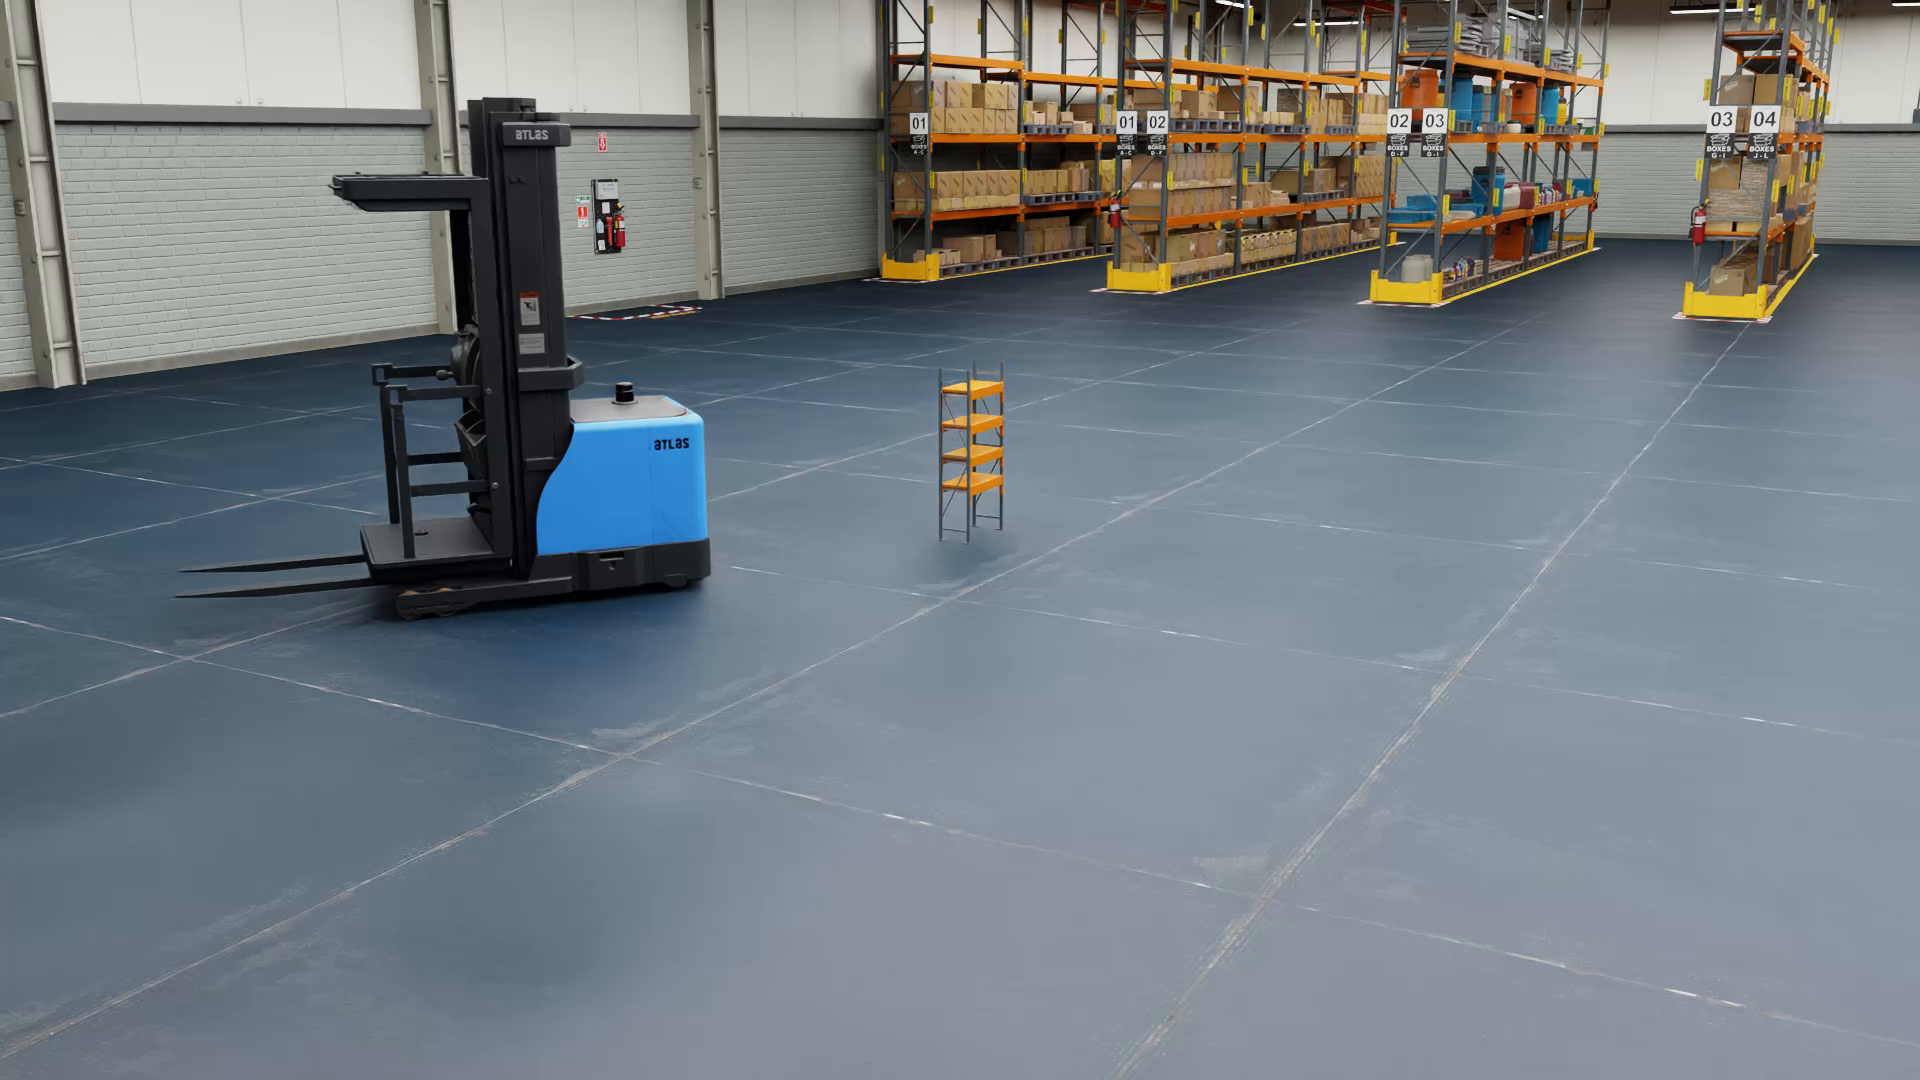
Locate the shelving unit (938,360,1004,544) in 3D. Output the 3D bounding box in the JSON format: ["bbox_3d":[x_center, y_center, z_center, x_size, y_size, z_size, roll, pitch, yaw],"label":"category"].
[{"bbox_3d":[0.080,-0.617,11.534,0.258,1.200,0.503,7,15,28],"label":"shelving unit"}]

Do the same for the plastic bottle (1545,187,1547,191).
[{"bbox_3d":[13.164,-7.766,37.451,0.144,0.351,0.185,7,15,28],"label":"plastic bottle"}]

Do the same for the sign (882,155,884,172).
[{"bbox_3d":[-1.501,-7.443,32.862,0.100,0.325,0.005,7,15,28],"label":"sign"}]

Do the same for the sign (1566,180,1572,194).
[{"bbox_3d":[13.929,-8.071,38.021,0.100,0.325,0.005,7,15,28],"label":"sign"}]

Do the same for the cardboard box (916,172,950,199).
[{"bbox_3d":[-0.531,-7.025,32.949,0.500,0.500,0.500,7,15,28],"label":"cardboard box"}]

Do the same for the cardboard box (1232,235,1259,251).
[{"bbox_3d":[5.911,-6.218,34.702,0.500,0.311,0.500,7,15,27],"label":"cardboard box"}]

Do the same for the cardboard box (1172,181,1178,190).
[{"bbox_3d":[3.817,-6.574,30.803,0.380,0.149,0.250,7,15,27],"label":"cardboard box"}]

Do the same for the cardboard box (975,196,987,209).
[{"bbox_3d":[0.225,-6.976,34.347,0.500,0.250,0.500,8,15,29],"label":"cardboard box"}]

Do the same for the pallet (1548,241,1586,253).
[{"bbox_3d":[14.949,-7.299,41.360,1.003,0.211,1.213,7,15,28],"label":"pallet"}]

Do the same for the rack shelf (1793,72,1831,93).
[{"bbox_3d":[18.751,-10.221,37.116,1.077,0.370,4.000,7,15,28],"label":"rack shelf"}]

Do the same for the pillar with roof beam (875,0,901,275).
[{"bbox_3d":[2.325,-9.330,31.033,9.100,9.000,0.400,7,15,28],"label":"pillar with roof beam"}]

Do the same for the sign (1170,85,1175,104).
[{"bbox_3d":[3.796,-7.957,29.703,0.100,0.325,0.005,7,15,28],"label":"sign"}]

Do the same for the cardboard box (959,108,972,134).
[{"bbox_3d":[-0.106,-8.430,33.442,0.500,0.500,0.500,8,16,31],"label":"cardboard box"}]

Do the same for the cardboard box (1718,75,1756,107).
[{"bbox_3d":[12.511,-7.217,26.755,0.500,0.500,0.500,7,15,28],"label":"cardboard box"}]

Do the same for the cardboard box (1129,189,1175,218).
[{"bbox_3d":[3.550,-6.242,30.812,0.700,0.500,0.500,7,15,28],"label":"cardboard box"}]

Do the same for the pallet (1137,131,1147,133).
[{"bbox_3d":[4.376,-10.293,41.836,0.805,0.209,1.217,7,15,26],"label":"pallet"}]

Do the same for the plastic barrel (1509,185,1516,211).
[{"bbox_3d":[11.001,-6.911,33.562,0.421,0.512,0.421,0,14,0],"label":"plastic barrel"}]

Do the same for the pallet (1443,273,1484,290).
[{"bbox_3d":[9.220,-4.869,31.280,1.003,0.211,1.213,7,15,28],"label":"pallet"}]

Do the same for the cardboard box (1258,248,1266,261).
[{"bbox_3d":[6.155,-6.053,35.212,0.500,0.250,0.500,7,15,26],"label":"cardboard box"}]

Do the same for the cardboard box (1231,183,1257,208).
[{"bbox_3d":[5.887,-7.232,34.919,0.500,0.500,0.500,9,16,32],"label":"cardboard box"}]

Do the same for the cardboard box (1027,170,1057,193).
[{"bbox_3d":[1.752,-8.096,37.562,0.700,0.500,0.500,10,17,36],"label":"cardboard box"}]

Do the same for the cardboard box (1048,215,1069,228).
[{"bbox_3d":[2.209,-7.401,38.626,0.500,0.250,0.500,8,16,29],"label":"cardboard box"}]

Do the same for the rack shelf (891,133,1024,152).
[{"bbox_3d":[-0.058,-8.178,34.192,1.077,0.370,4.000,7,15,28],"label":"rack shelf"}]

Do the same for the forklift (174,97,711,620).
[{"bbox_3d":[-3.114,-1.102,9.851,3.031,2.935,1.130,-6,15,-22],"label":"forklift"}]

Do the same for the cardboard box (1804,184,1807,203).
[{"bbox_3d":[17.305,-7.151,34.582,0.500,0.500,0.500,7,15,27],"label":"cardboard box"}]

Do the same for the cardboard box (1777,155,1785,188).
[{"bbox_3d":[12.976,-5.942,26.798,0.500,0.500,0.500,7,15,28],"label":"cardboard box"}]

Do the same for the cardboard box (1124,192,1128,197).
[{"bbox_3d":[3.936,-8.546,41.074,0.380,0.149,0.250,7,15,28],"label":"cardboard box"}]

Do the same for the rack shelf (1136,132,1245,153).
[{"bbox_3d":[4.280,-7.618,31.867,1.077,0.370,4.000,7,15,28],"label":"rack shelf"}]

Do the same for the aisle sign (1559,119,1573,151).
[{"bbox_3d":[15.157,-10.132,41.613,0.394,0.787,0.004,7,15,28],"label":"aisle sign"}]

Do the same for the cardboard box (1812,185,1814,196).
[{"bbox_3d":[18.976,-7.885,37.525,0.500,0.250,0.500,7,15,28],"label":"cardboard box"}]

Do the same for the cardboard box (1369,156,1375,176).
[{"bbox_3d":[10.086,-9.372,41.661,0.500,0.500,0.500,7,15,26],"label":"cardboard box"}]

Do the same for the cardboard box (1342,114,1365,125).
[{"bbox_3d":[9.567,-10.261,40.549,0.500,0.250,0.500,7,15,28],"label":"cardboard box"}]

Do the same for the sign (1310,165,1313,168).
[{"bbox_3d":[8.635,-9.042,40.791,0.100,0.325,0.005,7,15,28],"label":"sign"}]

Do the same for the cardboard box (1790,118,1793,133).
[{"bbox_3d":[13.663,-6.953,27.893,0.500,0.250,0.500,8,16,29],"label":"cardboard box"}]

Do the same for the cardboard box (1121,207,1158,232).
[{"bbox_3d":[4.575,-8.133,42.557,0.750,0.750,0.750,8,15,29],"label":"cardboard box"}]

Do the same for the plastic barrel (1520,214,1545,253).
[{"bbox_3d":[12.828,-6.928,37.452,0.600,0.901,0.708,7,15,28],"label":"plastic barrel"}]

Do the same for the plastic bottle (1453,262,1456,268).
[{"bbox_3d":[9.098,-4.960,30.563,0.061,0.283,0.133,7,15,28],"label":"plastic bottle"}]

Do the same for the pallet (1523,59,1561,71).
[{"bbox_3d":[11.890,-9.953,34.874,1.213,0.211,1.003,7,15,28],"label":"pallet"}]

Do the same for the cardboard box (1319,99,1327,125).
[{"bbox_3d":[8.164,-9.952,38.689,0.600,0.600,0.600,7,15,26],"label":"cardboard box"}]

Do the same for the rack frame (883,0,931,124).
[{"bbox_3d":[-1.025,-9.576,32.054,1.000,3.000,0.127,7,15,28],"label":"rack frame"}]

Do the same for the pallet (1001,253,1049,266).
[{"bbox_3d":[1.284,-6.285,37.151,1.003,0.211,1.213,7,15,28],"label":"pallet"}]

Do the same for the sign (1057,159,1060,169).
[{"bbox_3d":[2.355,-8.926,39.687,0.100,0.325,0.005,7,15,28],"label":"sign"}]

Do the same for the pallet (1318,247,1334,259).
[{"bbox_3d":[8.165,-6.783,39.219,1.003,0.211,1.213,7,15,28],"label":"pallet"}]

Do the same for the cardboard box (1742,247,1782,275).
[{"bbox_3d":[15.019,-5.244,31.279,0.700,0.500,0.500,9,16,33],"label":"cardboard box"}]

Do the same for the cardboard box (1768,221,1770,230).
[{"bbox_3d":[12.601,-4.984,26.343,0.380,0.149,0.250,7,15,28],"label":"cardboard box"}]

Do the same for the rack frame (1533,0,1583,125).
[{"bbox_3d":[13.448,-10.916,37.610,1.000,3.000,0.127,7,15,28],"label":"rack frame"}]

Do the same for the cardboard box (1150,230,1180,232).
[{"bbox_3d":[4.025,-5.784,32.496,0.500,0.500,0.500,7,15,28],"label":"cardboard box"}]

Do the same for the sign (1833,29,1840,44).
[{"bbox_3d":[20.186,-11.603,38.300,0.100,0.325,0.005,7,15,28],"label":"sign"}]

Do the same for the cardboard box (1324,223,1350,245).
[{"bbox_3d":[9.126,-7.426,40.331,0.500,0.500,0.500,7,15,28],"label":"cardboard box"}]

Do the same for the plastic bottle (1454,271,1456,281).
[{"bbox_3d":[8.847,-4.749,29.862,0.097,0.201,0.097,0,14,0],"label":"plastic bottle"}]

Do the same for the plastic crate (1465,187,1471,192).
[{"bbox_3d":[10.466,-6.913,33.670,0.402,0.464,0.583,7,15,28],"label":"plastic crate"}]

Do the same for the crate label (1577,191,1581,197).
[{"bbox_3d":[14.880,-8.415,40.474,0.396,0.136,0.243,7,15,28],"label":"crate label"}]

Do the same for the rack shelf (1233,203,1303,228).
[{"bbox_3d":[6.214,-6.980,35.622,1.077,0.370,4.000,7,15,28],"label":"rack shelf"}]

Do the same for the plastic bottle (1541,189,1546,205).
[{"bbox_3d":[12.758,-7.523,36.445,0.144,0.351,0.185,7,15,28],"label":"plastic bottle"}]

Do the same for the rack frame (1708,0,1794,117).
[{"bbox_3d":[11.983,-7.892,25.070,1.000,3.000,0.127,7,15,28],"label":"rack frame"}]
